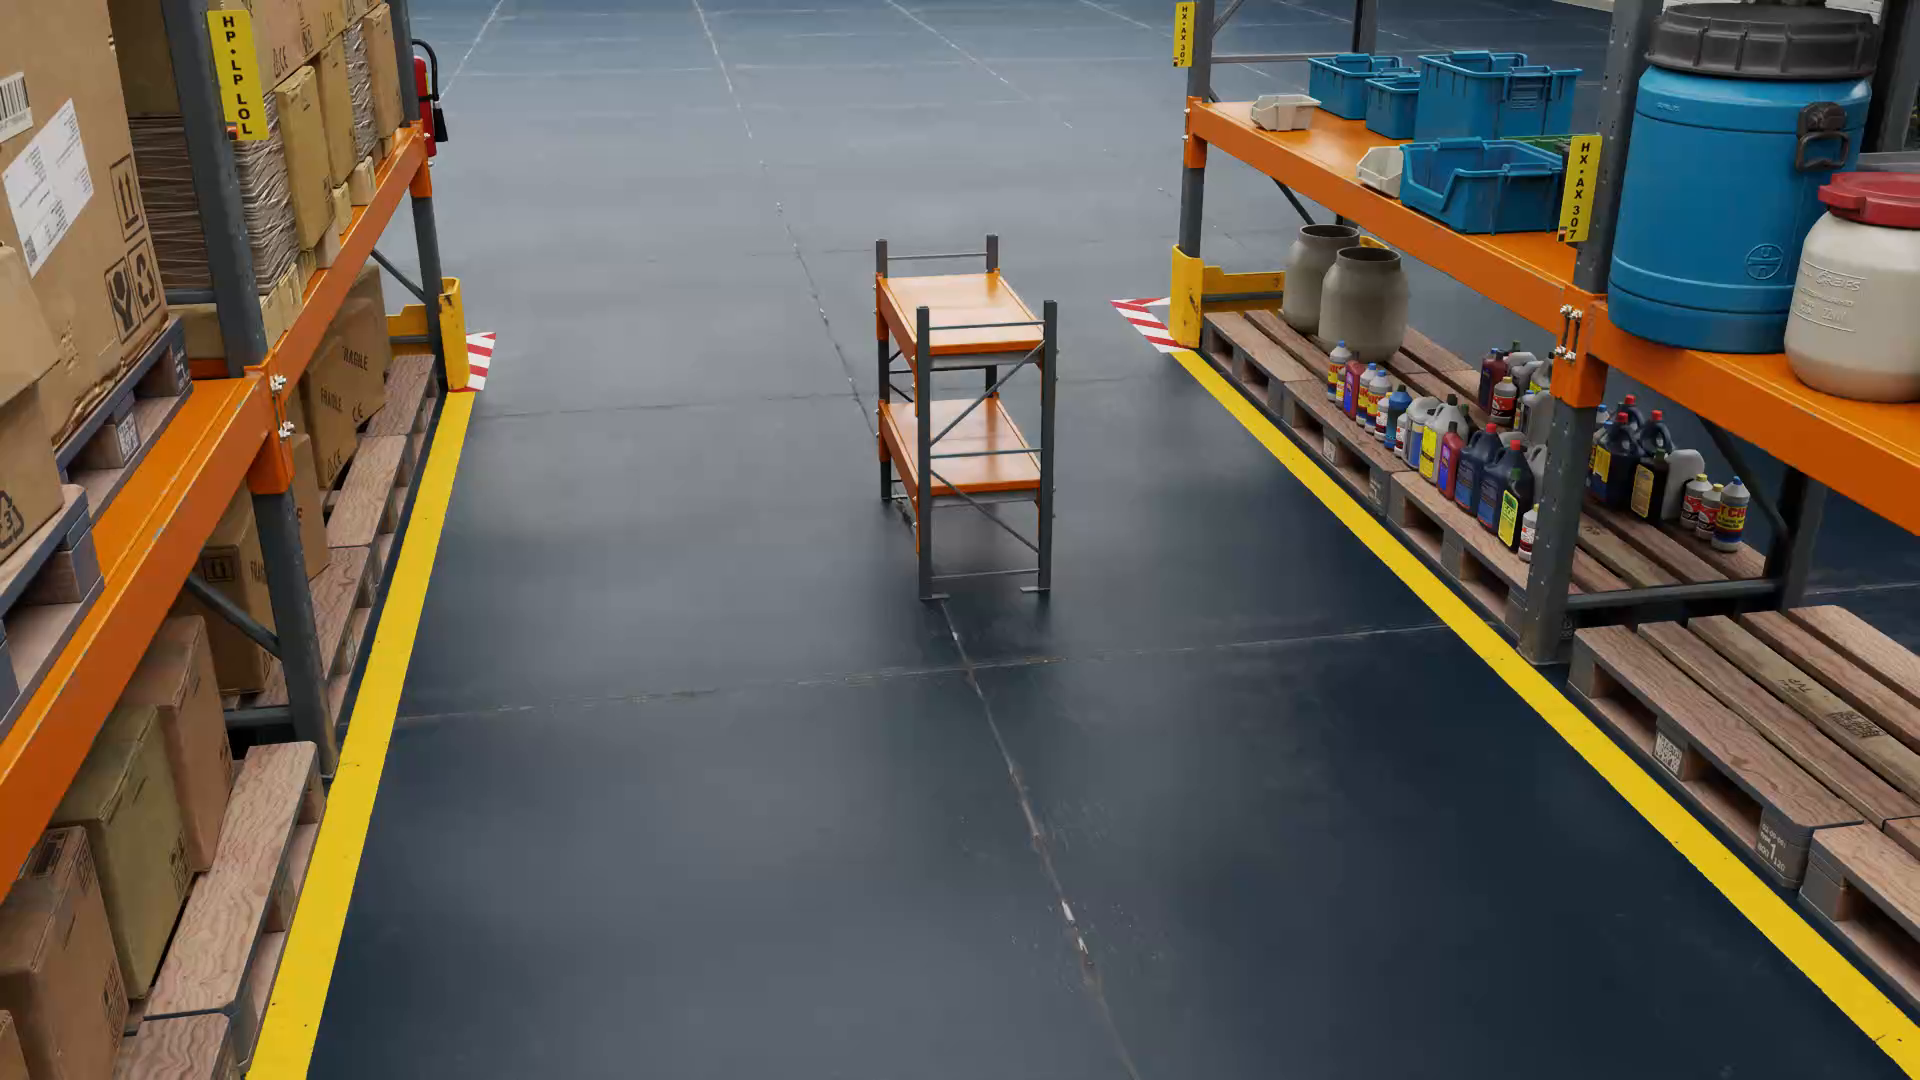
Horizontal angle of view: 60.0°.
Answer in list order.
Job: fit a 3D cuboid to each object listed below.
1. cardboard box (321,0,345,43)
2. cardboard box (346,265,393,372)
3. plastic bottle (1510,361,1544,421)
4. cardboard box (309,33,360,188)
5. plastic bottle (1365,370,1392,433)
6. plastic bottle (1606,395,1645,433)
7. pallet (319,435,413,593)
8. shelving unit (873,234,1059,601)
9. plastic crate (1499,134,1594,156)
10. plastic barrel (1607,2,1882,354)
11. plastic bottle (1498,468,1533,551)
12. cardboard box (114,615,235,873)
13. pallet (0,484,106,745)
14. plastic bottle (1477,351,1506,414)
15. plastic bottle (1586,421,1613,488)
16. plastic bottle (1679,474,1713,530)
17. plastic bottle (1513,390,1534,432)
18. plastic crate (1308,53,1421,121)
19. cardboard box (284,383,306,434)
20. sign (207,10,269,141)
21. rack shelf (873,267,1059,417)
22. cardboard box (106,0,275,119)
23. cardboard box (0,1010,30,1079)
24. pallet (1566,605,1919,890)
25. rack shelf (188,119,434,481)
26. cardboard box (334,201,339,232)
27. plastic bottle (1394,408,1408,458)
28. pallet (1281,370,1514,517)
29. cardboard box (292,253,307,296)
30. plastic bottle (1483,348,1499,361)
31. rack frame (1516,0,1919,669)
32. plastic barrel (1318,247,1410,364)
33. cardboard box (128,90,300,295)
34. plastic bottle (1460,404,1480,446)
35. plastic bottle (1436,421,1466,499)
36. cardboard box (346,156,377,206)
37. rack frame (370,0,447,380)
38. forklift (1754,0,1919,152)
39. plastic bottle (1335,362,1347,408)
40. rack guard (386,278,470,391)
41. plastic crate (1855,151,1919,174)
[{"bbox_3d":[-2.534,-2.051,5.953,0.500,0.500,0.500,-4,24,-10],"label":"cardboard box"},{"bbox_3d":[-3.052,-1.000,7.889,0.500,0.500,0.500,0,24,0],"label":"cardboard box"},{"bbox_3d":[2.533,-0.674,7.398,0.152,0.276,0.135,-5,24,-11],"label":"plastic bottle"},{"bbox_3d":[-2.734,-1.578,6.119,0.875,0.500,0.500,-4,24,-10],"label":"cardboard box"},{"bbox_3d":[1.828,-0.607,7.251,0.097,0.271,0.097,0,24,0],"label":"plastic bottle"},{"bbox_3d":[2.680,-0.403,6.685,0.144,0.351,0.185,-5,24,-12],"label":"plastic bottle"},{"bbox_3d":[-2.799,-0.091,6.694,1.003,0.211,1.213,-4,24,-10],"label":"pallet"},{"bbox_3d":[0.001,-0.513,6.519,0.538,1.125,1.048,-4,24,-10],"label":"shelving unit"},{"bbox_3d":[2.483,-1.450,6.588,0.450,0.188,0.662,-4,24,-10],"label":"plastic crate"},{"bbox_3d":[2.230,-1.048,4.776,0.600,0.901,0.708,-4,24,-10],"label":"plastic barrel"},{"bbox_3d":[2.044,-0.114,6.108,0.061,0.283,0.133,-3,24,-7],"label":"plastic bottle"},{"bbox_3d":[-2.318,0.561,4.291,0.700,0.500,0.500,-6,24,-14],"label":"cardboard box"},{"bbox_3d":[-2.078,0.260,2.648,1.003,0.211,1.213,-4,24,-10],"label":"pallet"},{"bbox_3d":[2.403,-0.724,7.503,0.061,0.283,0.133,-4,24,-10],"label":"plastic bottle"},{"bbox_3d":[2.570,-0.340,6.641,0.097,0.271,0.097,0,24,0],"label":"plastic bottle"},{"bbox_3d":[2.791,-0.150,6.292,0.097,0.201,0.097,0,24,0],"label":"plastic bottle"},{"bbox_3d":[2.457,-0.549,7.205,0.097,0.201,0.097,0,24,0],"label":"plastic bottle"},{"bbox_3d":[2.104,-2.323,8.507,0.499,0.251,0.616,-4,24,-10],"label":"plastic crate"},{"bbox_3d":[-2.751,-0.296,6.279,0.500,0.500,0.500,-6,24,-14],"label":"cardboard box"},{"bbox_3d":[-1.866,-1.199,4.301,0.100,0.325,0.005,-4,24,-10],"label":"sign"},{"bbox_3d":[0.001,-0.781,6.402,0.538,0.278,1.000,-4,24,-10],"label":"rack shelf"},{"bbox_3d":[-2.244,-1.462,4.605,0.500,0.500,0.500,-4,24,-10],"label":"cardboard box"},{"bbox_3d":[-2.042,1.189,2.852,0.700,0.500,0.500,-2,24,-5],"label":"cardboard box"},{"bbox_3d":[2.640,0.591,5.133,1.003,0.211,1.213,-4,24,-10],"label":"pallet"},{"bbox_3d":[-2.781,-1.083,6.381,1.077,0.370,4.000,-4,24,-10],"label":"rack shelf"},{"bbox_3d":[-2.410,-1.108,5.852,0.380,0.149,0.250,-4,24,-10],"label":"cardboard box"},{"bbox_3d":[1.884,-0.455,6.991,0.097,0.201,0.097,0,24,0],"label":"plastic bottle"},{"bbox_3d":[2.144,-0.463,7.546,1.003,0.211,1.213,-4,24,-10],"label":"pallet"},{"bbox_3d":[-2.262,-0.813,5.179,0.380,0.149,0.250,-4,24,-10],"label":"cardboard box"},{"bbox_3d":[2.487,-0.795,7.770,0.097,0.201,0.097,0,24,0],"label":"plastic bottle"},{"bbox_3d":[2.457,-0.993,5.275,1.000,3.000,0.127,-4,24,-10],"label":"rack frame"},{"bbox_3d":[2.006,-1.168,8.260,0.421,0.512,0.421,0,24,0],"label":"plastic barrel"},{"bbox_3d":[-2.433,-0.990,4.772,0.875,0.500,0.500,-4,24,-10],"label":"cardboard box"},{"bbox_3d":[2.055,-0.402,6.766,0.061,0.283,0.133,-4,24,-10],"label":"plastic bottle"},{"bbox_3d":[1.948,-0.318,6.574,0.061,0.283,0.133,-3,24,-6],"label":"plastic bottle"},{"bbox_3d":[-2.514,-1.405,6.534,0.380,0.149,0.250,-4,24,-10],"label":"cardboard box"},{"bbox_3d":[-3.151,-2.199,8.038,1.000,3.000,0.127,-4,24,-10],"label":"rack frame"},{"bbox_3d":[4.387,-2.011,7.691,1.130,2.935,3.031,-4,24,-8],"label":"forklift"},{"bbox_3d":[1.765,-0.708,7.571,0.097,0.201,0.097,0,24,0],"label":"plastic bottle"},{"bbox_3d":[-3.136,-1.024,8.470,1.175,0.500,0.348,-4,24,-10],"label":"rack guard"},{"bbox_3d":[2.847,-0.854,4.878,0.402,0.464,0.583,-4,24,-10],"label":"plastic crate"}]
